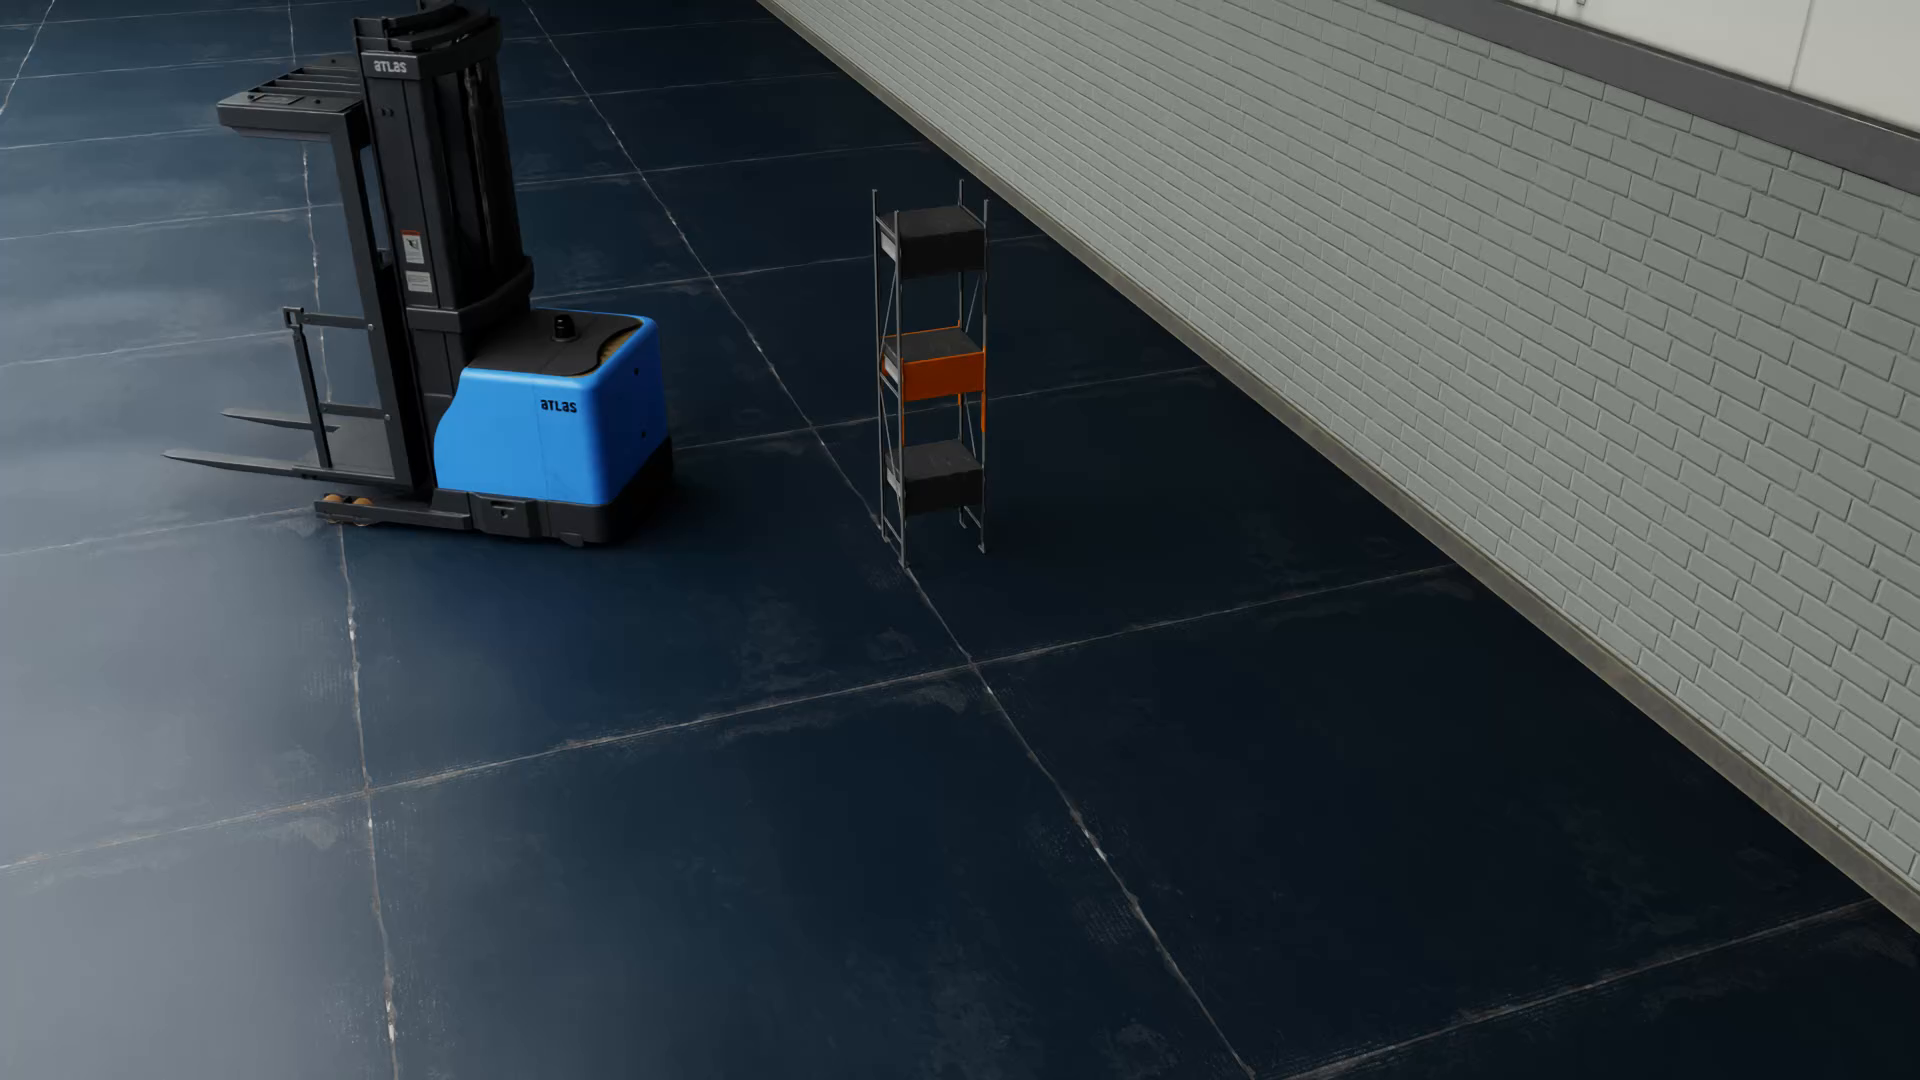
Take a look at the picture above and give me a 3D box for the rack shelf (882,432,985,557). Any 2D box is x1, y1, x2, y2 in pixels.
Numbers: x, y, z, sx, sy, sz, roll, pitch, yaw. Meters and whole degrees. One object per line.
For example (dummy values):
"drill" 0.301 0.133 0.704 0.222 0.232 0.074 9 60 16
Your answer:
"rack shelf" -0.155 -0.264 9.533 0.480 0.518 0.431 -10 31 -18

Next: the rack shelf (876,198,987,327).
"rack shelf" -0.155 -1.480 8.840 0.480 0.518 0.431 -10 31 -18

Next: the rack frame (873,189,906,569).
"rack frame" -0.384 -0.842 9.106 0.015 2.100 0.400 -10 31 -18

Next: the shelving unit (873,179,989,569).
"shelving unit" -0.155 -0.884 9.180 0.503 2.100 0.431 -10 31 -18

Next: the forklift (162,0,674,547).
"forklift" -3.358 -1.601 9.599 3.031 2.935 1.130 6 30 11

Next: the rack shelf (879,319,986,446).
"rack shelf" -0.155 -0.872 9.187 0.480 0.518 0.431 -10 31 -18

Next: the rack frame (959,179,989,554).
"rack frame" 0.074 -0.926 9.254 0.015 2.100 0.400 -10 31 -18
